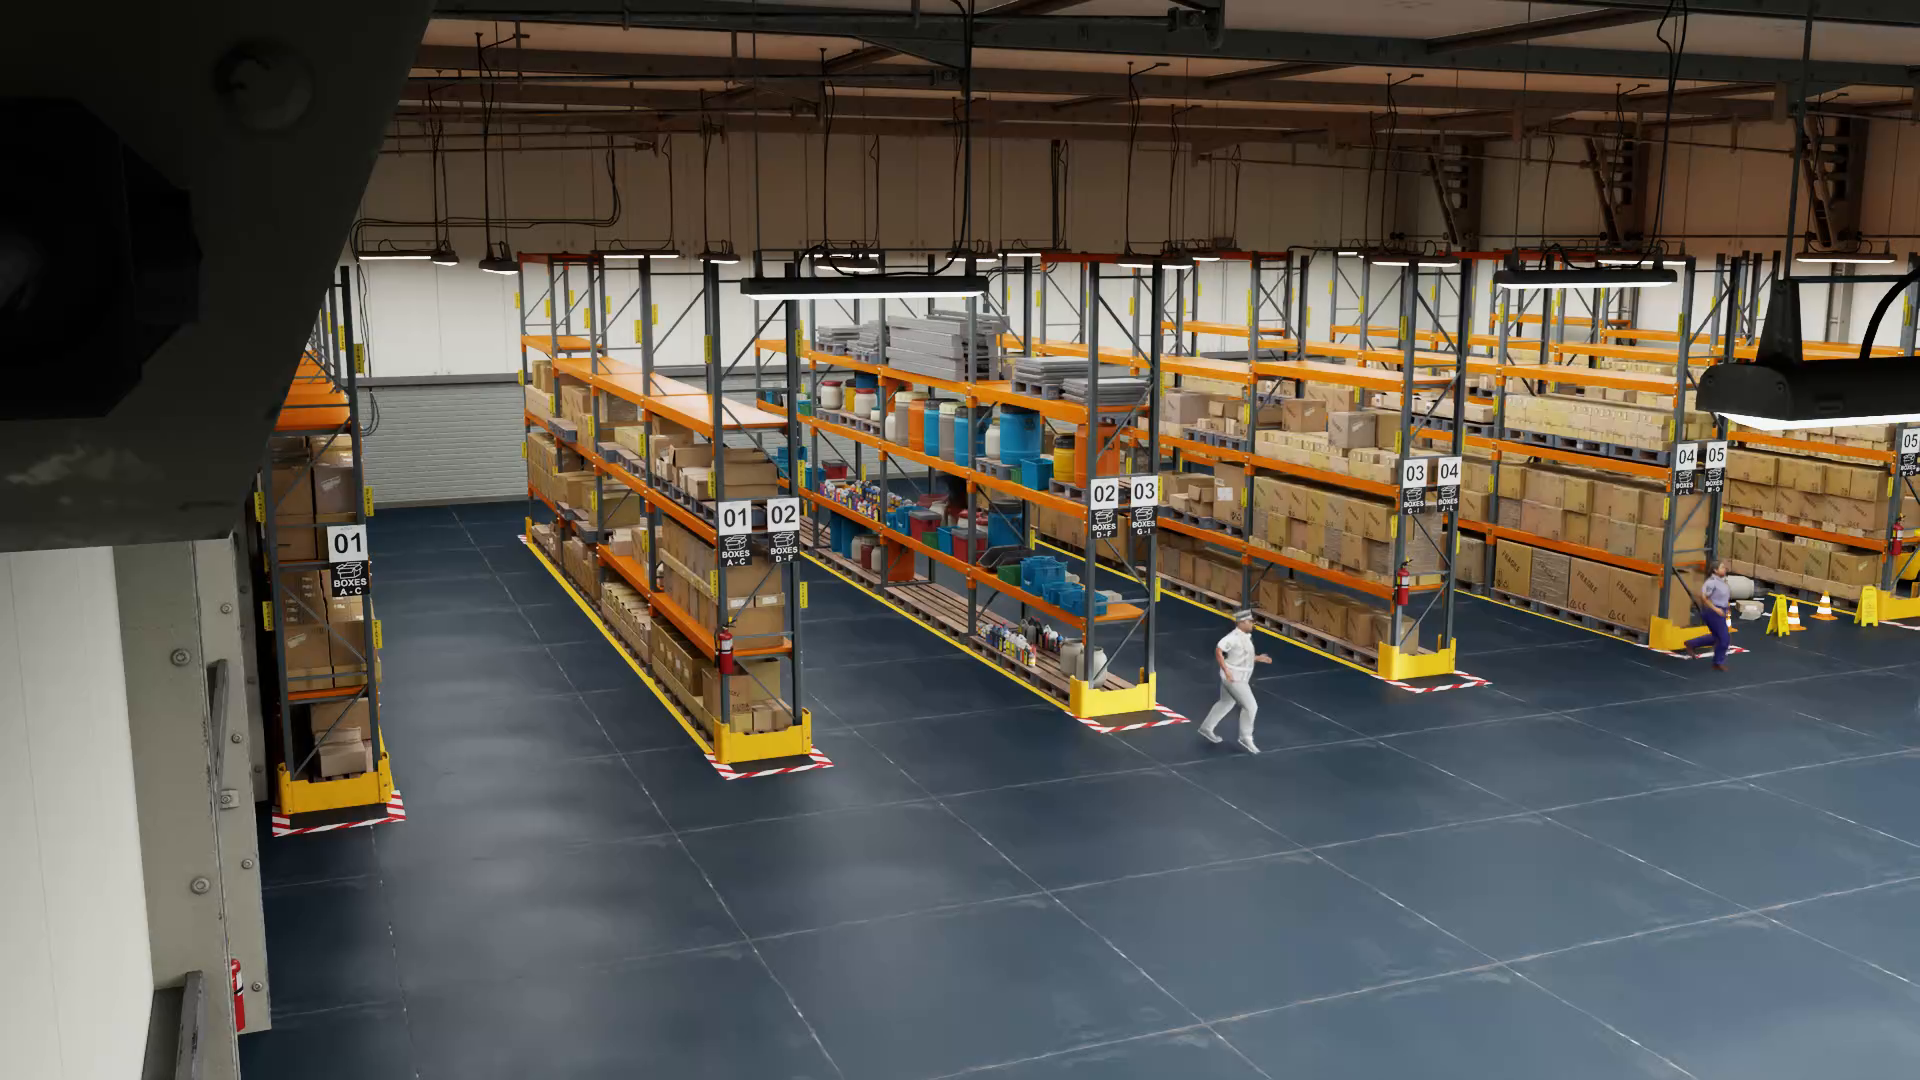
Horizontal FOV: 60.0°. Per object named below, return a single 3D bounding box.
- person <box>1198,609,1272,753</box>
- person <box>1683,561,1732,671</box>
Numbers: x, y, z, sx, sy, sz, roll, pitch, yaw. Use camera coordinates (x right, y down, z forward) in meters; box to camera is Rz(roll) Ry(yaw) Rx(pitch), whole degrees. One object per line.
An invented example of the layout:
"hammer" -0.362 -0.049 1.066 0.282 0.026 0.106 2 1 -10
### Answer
"person" 3.427 1.747 20.693 0.879 1.826 0.584 2 11 13
"person" 11.111 1.110 24.612 0.714 1.641 0.651 7 12 33
